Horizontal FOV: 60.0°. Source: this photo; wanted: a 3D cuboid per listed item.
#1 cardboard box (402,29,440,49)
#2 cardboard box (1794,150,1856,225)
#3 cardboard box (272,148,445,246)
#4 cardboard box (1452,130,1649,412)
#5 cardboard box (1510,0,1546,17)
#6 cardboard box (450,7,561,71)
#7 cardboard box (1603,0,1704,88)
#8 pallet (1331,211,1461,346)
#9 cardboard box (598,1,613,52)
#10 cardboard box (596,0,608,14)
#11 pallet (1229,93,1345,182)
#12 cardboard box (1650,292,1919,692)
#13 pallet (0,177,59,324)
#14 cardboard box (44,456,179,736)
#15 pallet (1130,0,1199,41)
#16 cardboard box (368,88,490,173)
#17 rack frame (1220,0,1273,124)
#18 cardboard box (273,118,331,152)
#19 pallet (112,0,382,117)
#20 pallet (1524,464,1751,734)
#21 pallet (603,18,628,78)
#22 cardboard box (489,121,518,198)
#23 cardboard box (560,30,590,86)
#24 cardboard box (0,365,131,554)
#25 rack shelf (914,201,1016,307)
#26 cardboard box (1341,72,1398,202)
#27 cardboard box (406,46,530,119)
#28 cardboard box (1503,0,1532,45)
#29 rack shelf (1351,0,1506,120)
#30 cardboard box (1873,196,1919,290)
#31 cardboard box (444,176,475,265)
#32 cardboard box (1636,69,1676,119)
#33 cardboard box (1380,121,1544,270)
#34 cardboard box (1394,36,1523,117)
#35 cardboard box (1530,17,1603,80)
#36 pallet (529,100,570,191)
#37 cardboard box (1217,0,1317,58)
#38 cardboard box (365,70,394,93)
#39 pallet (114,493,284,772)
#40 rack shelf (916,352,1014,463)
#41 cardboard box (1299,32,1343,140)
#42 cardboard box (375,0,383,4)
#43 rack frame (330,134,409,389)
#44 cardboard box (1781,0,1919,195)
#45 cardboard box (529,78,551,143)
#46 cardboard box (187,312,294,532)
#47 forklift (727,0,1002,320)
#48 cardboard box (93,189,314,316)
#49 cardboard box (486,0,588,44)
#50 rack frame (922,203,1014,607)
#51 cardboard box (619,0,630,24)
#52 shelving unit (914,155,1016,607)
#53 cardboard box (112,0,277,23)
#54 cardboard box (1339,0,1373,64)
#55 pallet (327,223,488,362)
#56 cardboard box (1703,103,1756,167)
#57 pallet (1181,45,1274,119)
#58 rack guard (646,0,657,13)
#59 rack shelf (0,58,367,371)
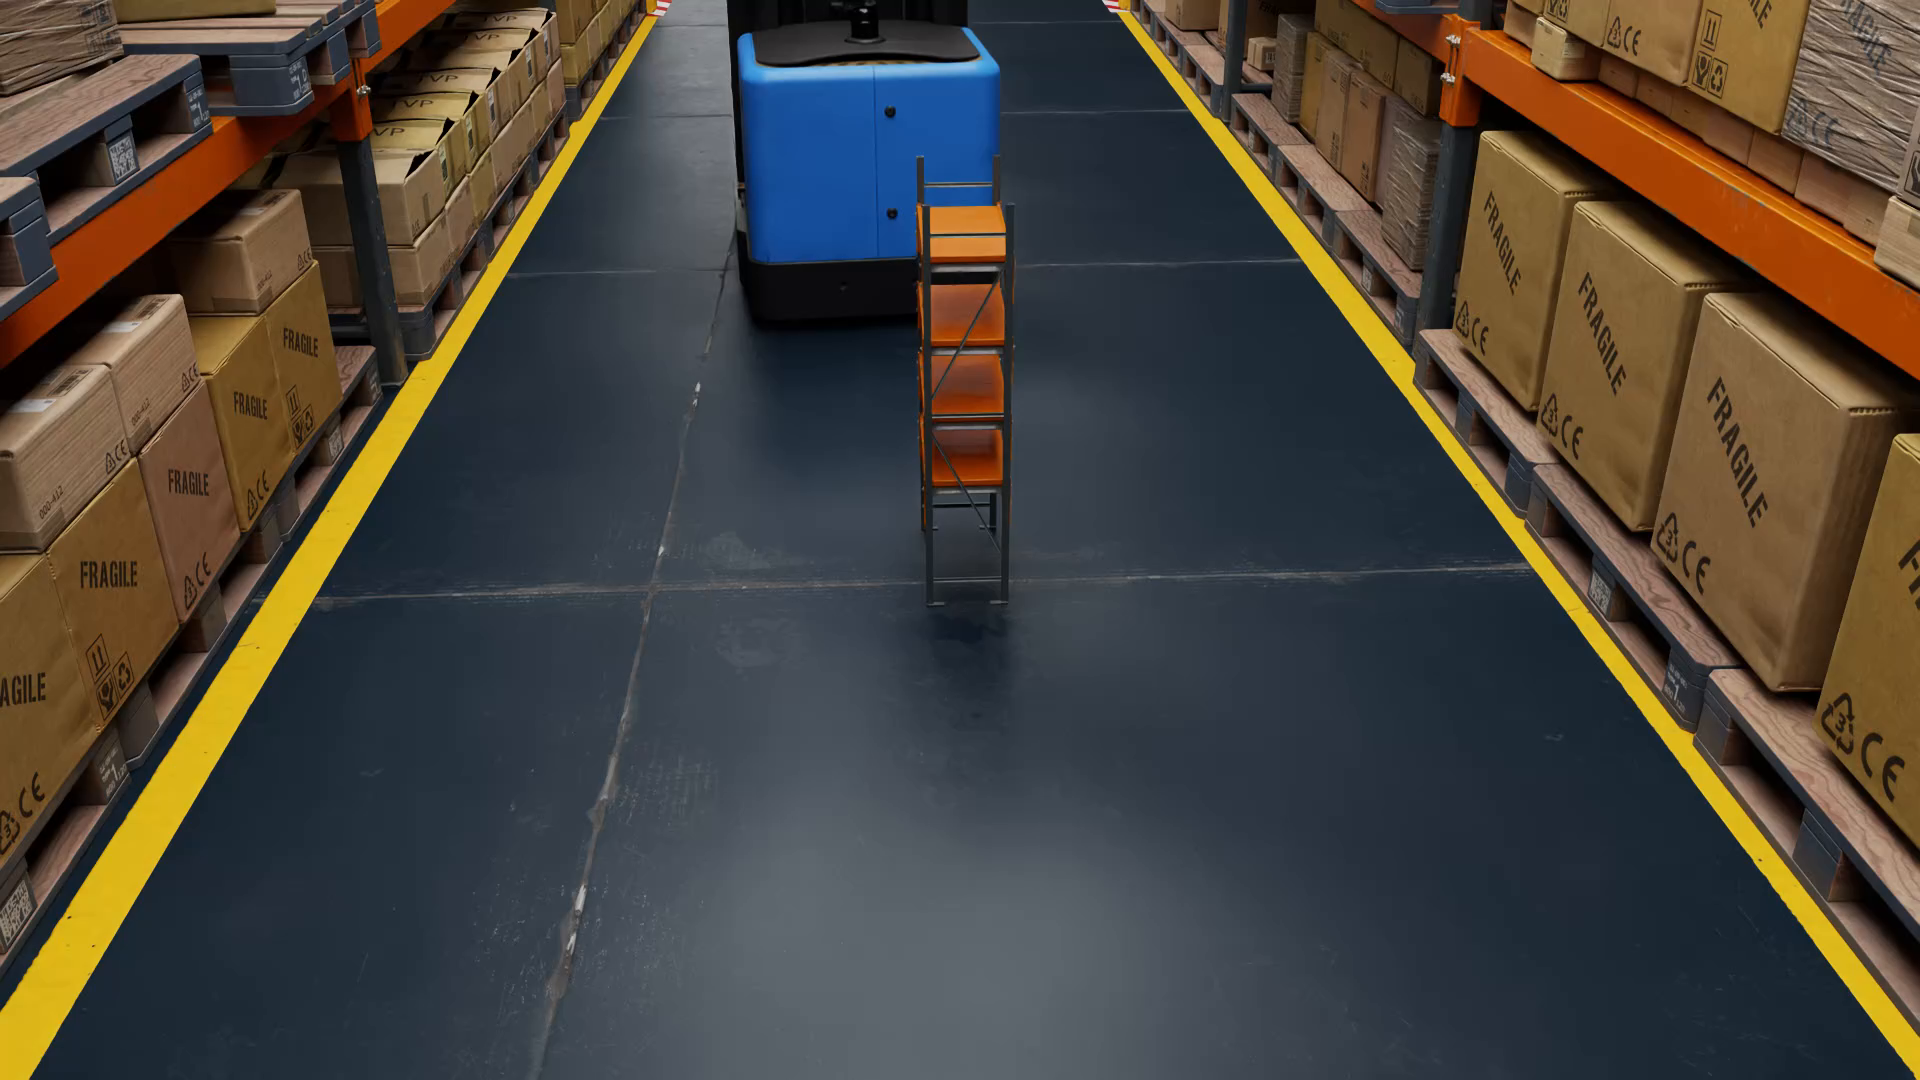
[{"bbox_3d":[-3.054,-2.560,8.827,0.500,0.311,0.500,-2,28,-3],"label":"cardboard box"},{"bbox_3d":[2.194,-0.834,3.855,0.380,0.149,0.250,-2,28,-4],"label":"cardboard box"},{"bbox_3d":[-2.373,-1.390,6.583,0.500,0.311,0.500,0,28,-1],"label":"cardboard box"},{"bbox_3d":[2.215,-0.937,5.672,0.750,0.750,0.750,-2,28,-3],"label":"cardboard box"},{"bbox_3d":[2.078,-2.001,5.391,0.500,0.500,0.500,-1,28,-1],"label":"cardboard box"},{"bbox_3d":[-2.540,-2.808,9.303,0.500,0.311,0.500,-1,28,-3],"label":"cardboard box"},{"bbox_3d":[2.121,-1.530,4.488,0.500,0.500,0.500,-2,28,-3],"label":"cardboard box"},{"bbox_3d":[2.269,-1.171,7.267,1.003,0.211,1.213,-1,28,-3],"label":"pallet"},{"bbox_3d":[-2.611,-3.423,11.088,0.500,0.250,0.500,-1,28,-3],"label":"cardboard box"},{"bbox_3d":[-2.611,-3.755,10.915,0.500,0.500,0.500,-1,28,-3],"label":"cardboard box"},{"bbox_3d":[2.141,-2.298,9.427,1.003,0.211,1.213,-1,28,-3],"label":"pallet"},{"bbox_3d":[2.304,-0.140,4.144,0.750,0.750,0.750,-1,28,-1],"label":"cardboard box"},{"bbox_3d":[-2.363,-0.364,2.912,1.003,0.211,1.213,-1,28,-3],"label":"pallet"},{"bbox_3d":[-2.269,0.129,3.986,0.500,0.500,0.500,-1,28,-2],"label":"cardboard box"},{"bbox_3d":[1.901,-4.093,12.870,1.003,0.211,1.213,-1,28,-3],"label":"pallet"},{"bbox_3d":[-2.433,-1.868,7.500,0.500,0.311,0.500,-2,28,-4],"label":"cardboard box"},{"bbox_3d":[2.099,-3.893,9.471,1.000,3.000,0.127,-1,28,-3],"label":"rack frame"},{"bbox_3d":[-2.946,-1.616,7.018,0.500,0.311,0.500,-2,28,-3],"label":"cardboard box"},{"bbox_3d":[-2.533,-1.529,5.144,1.213,0.211,1.003,-1,28,-3],"label":"pallet"},{"bbox_3d":[2.335,0.118,4.795,1.003,0.211,1.213,-1,28,-3],"label":"pallet"},{"bbox_3d":[-2.914,-3.469,11.673,1.003,0.211,1.213,-1,28,-3],"label":"pallet"},{"bbox_3d":[-2.459,-1.850,8.072,0.500,0.250,0.500,-1,28,-2],"label":"cardboard box"},{"bbox_3d":[-2.569,-2.961,10.202,0.500,0.250,0.500,-1,28,-3],"label":"cardboard box"},{"bbox_3d":[-2.264,-0.188,3.783,0.500,0.250,0.500,-1,28,-3],"label":"cardboard box"},{"bbox_3d":[0.009,-0.804,4.644,0.258,0.148,0.480,-1,28,-3],"label":"rack shelf"},{"bbox_3d":[2.253,-1.934,7.941,0.700,0.500,0.500,-2,28,-3],"label":"cardboard box"},{"bbox_3d":[-2.483,-2.337,8.400,0.500,0.311,0.500,-1,28,-3],"label":"cardboard box"},{"bbox_3d":[2.094,-1.786,5.681,0.380,0.149,0.250,-2,28,-3],"label":"cardboard box"},{"bbox_3d":[2.204,-2.651,7.867,1.077,0.370,4.000,-1,28,-3],"label":"rack shelf"},{"bbox_3d":[2.139,-0.603,3.413,0.380,0.149,0.250,-1,28,-3],"label":"cardboard box"},{"bbox_3d":[-2.400,-1.373,7.158,0.500,0.250,0.500,-2,28,-4],"label":"cardboard box"},{"bbox_3d":[2.186,-1.312,4.772,0.380,0.149,0.250,-1,28,-2],"label":"cardboard box"},{"bbox_3d":[2.218,-1.464,7.041,0.700,0.500,0.500,-1,28,-2],"label":"cardboard box"},{"bbox_3d":[2.251,-2.061,7.375,0.500,0.250,0.500,-1,28,-2],"label":"cardboard box"},{"bbox_3d":[2.028,-1.545,5.218,0.380,0.149,0.250,-1,28,-1],"label":"cardboard box"},{"bbox_3d":[-2.770,-2.197,9.233,1.003,0.211,1.213,-1,28,-3],"label":"pallet"},{"bbox_3d":[2.005,-3.459,10.865,0.500,0.500,0.500,-3,28,-7],"label":"cardboard box"},{"bbox_3d":[-2.993,-2.081,7.909,0.500,0.311,0.500,-1,28,-1],"label":"cardboard box"},{"bbox_3d":[-2.577,0.219,4.601,1.003,0.211,1.213,-1,28,-3],"label":"pallet"},{"bbox_3d":[0.009,-0.396,4.857,0.258,0.148,0.480,-1,28,-3],"label":"rack shelf"},{"bbox_3d":[2.231,-2.403,8.842,0.700,0.500,0.500,-2,28,-4],"label":"cardboard box"},{"bbox_3d":[-2.492,-2.303,6.519,0.500,0.311,0.500,-2,28,-3],"label":"cardboard box"},{"bbox_3d":[-2.639,-1.925,5.697,1.000,3.000,0.127,-1,28,-3],"label":"rack frame"},{"bbox_3d":[2.187,-1.059,3.585,0.500,0.500,0.500,-1,28,-3],"label":"cardboard box"},{"bbox_3d":[-2.512,-2.321,8.976,0.500,0.250,0.500,-2,28,-3],"label":"cardboard box"},{"bbox_3d":[-2.329,-0.346,4.898,0.500,0.500,0.500,-2,28,-5],"label":"cardboard box"},{"bbox_3d":[-0.543,-2.858,7.561,1.130,2.935,3.031,-4,28,-7],"label":"forklift"},{"bbox_3d":[-2.348,-0.892,5.133,0.500,0.250,0.500,0,28,-1],"label":"cardboard box"},{"bbox_3d":[-2.559,-3.293,10.029,0.500,0.500,0.500,-1,28,-3],"label":"cardboard box"},{"bbox_3d":[0.021,-0.343,4.610,0.240,1.200,0.015,-1,28,-3],"label":"rack frame"},{"bbox_3d":[-2.667,-3.884,11.973,0.500,0.250,0.500,-1,28,-3],"label":"cardboard box"},{"bbox_3d":[0.009,-0.456,4.826,0.258,1.200,0.503,-1,28,-3],"label":"shelving unit"},{"bbox_3d":[-2.493,-1.867,5.024,0.700,0.500,0.500,-11,29,-20],"label":"cardboard box"},{"bbox_3d":[2.212,-2.530,8.273,0.500,0.250,0.500,-2,28,-4],"label":"cardboard box"},{"bbox_3d":[-2.643,-1.070,7.073,1.003,0.211,1.213,-1,28,-3],"label":"pallet"},{"bbox_3d":[2.185,-1.078,4.323,0.380,0.149,0.250,-1,28,-2],"label":"cardboard box"},{"bbox_3d":[2.029,-2.966,10.709,1.003,0.211,1.213,-1,28,-3],"label":"pallet"},{"bbox_3d":[-3.058,-4.522,13.380,1.175,0.500,0.348,-1,28,-3],"label":"rack guard"},{"bbox_3d":[-2.534,-0.682,4.093,1.077,0.370,4.000,-1,28,-3],"label":"rack shelf"}]
